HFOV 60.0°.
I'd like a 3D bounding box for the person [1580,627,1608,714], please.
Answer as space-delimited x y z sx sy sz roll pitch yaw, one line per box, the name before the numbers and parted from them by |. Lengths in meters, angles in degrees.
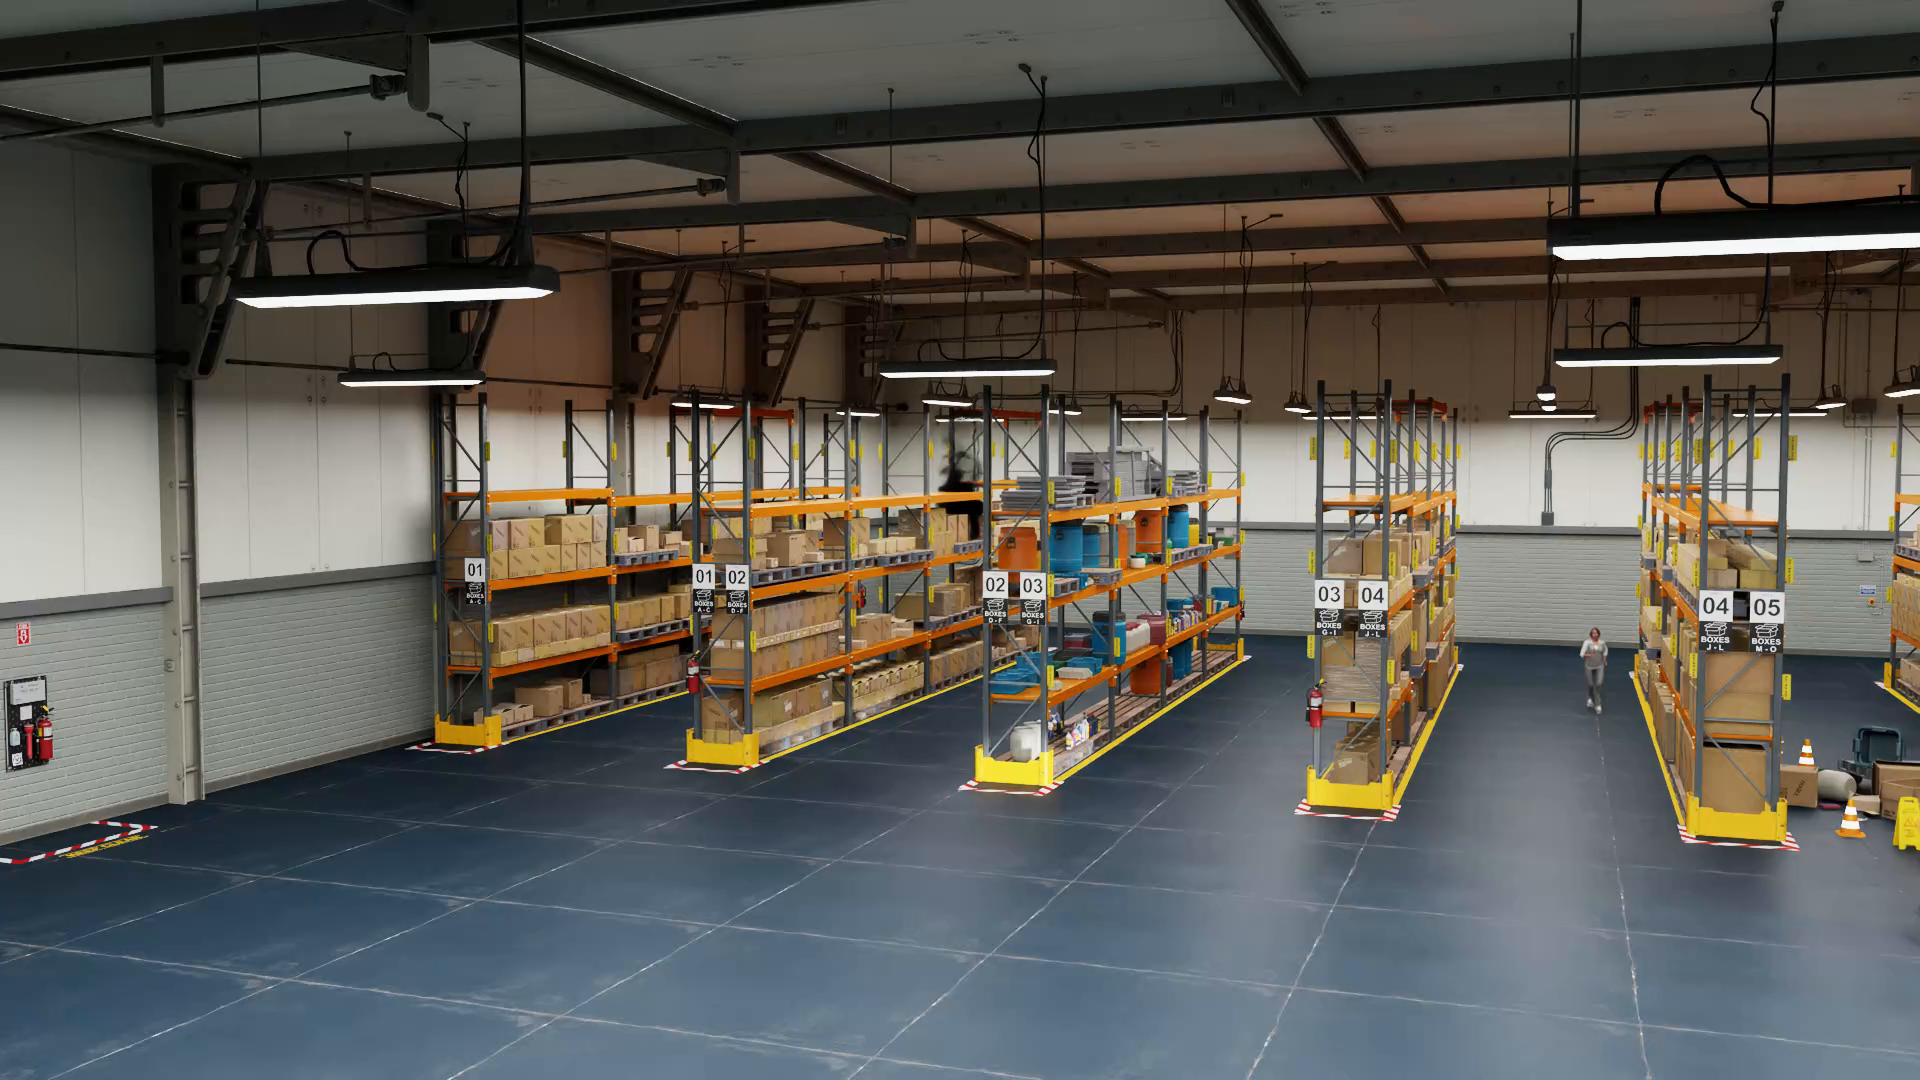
person | 12.173 2.477 31.913 0.531 1.607 0.838 1 3 14
